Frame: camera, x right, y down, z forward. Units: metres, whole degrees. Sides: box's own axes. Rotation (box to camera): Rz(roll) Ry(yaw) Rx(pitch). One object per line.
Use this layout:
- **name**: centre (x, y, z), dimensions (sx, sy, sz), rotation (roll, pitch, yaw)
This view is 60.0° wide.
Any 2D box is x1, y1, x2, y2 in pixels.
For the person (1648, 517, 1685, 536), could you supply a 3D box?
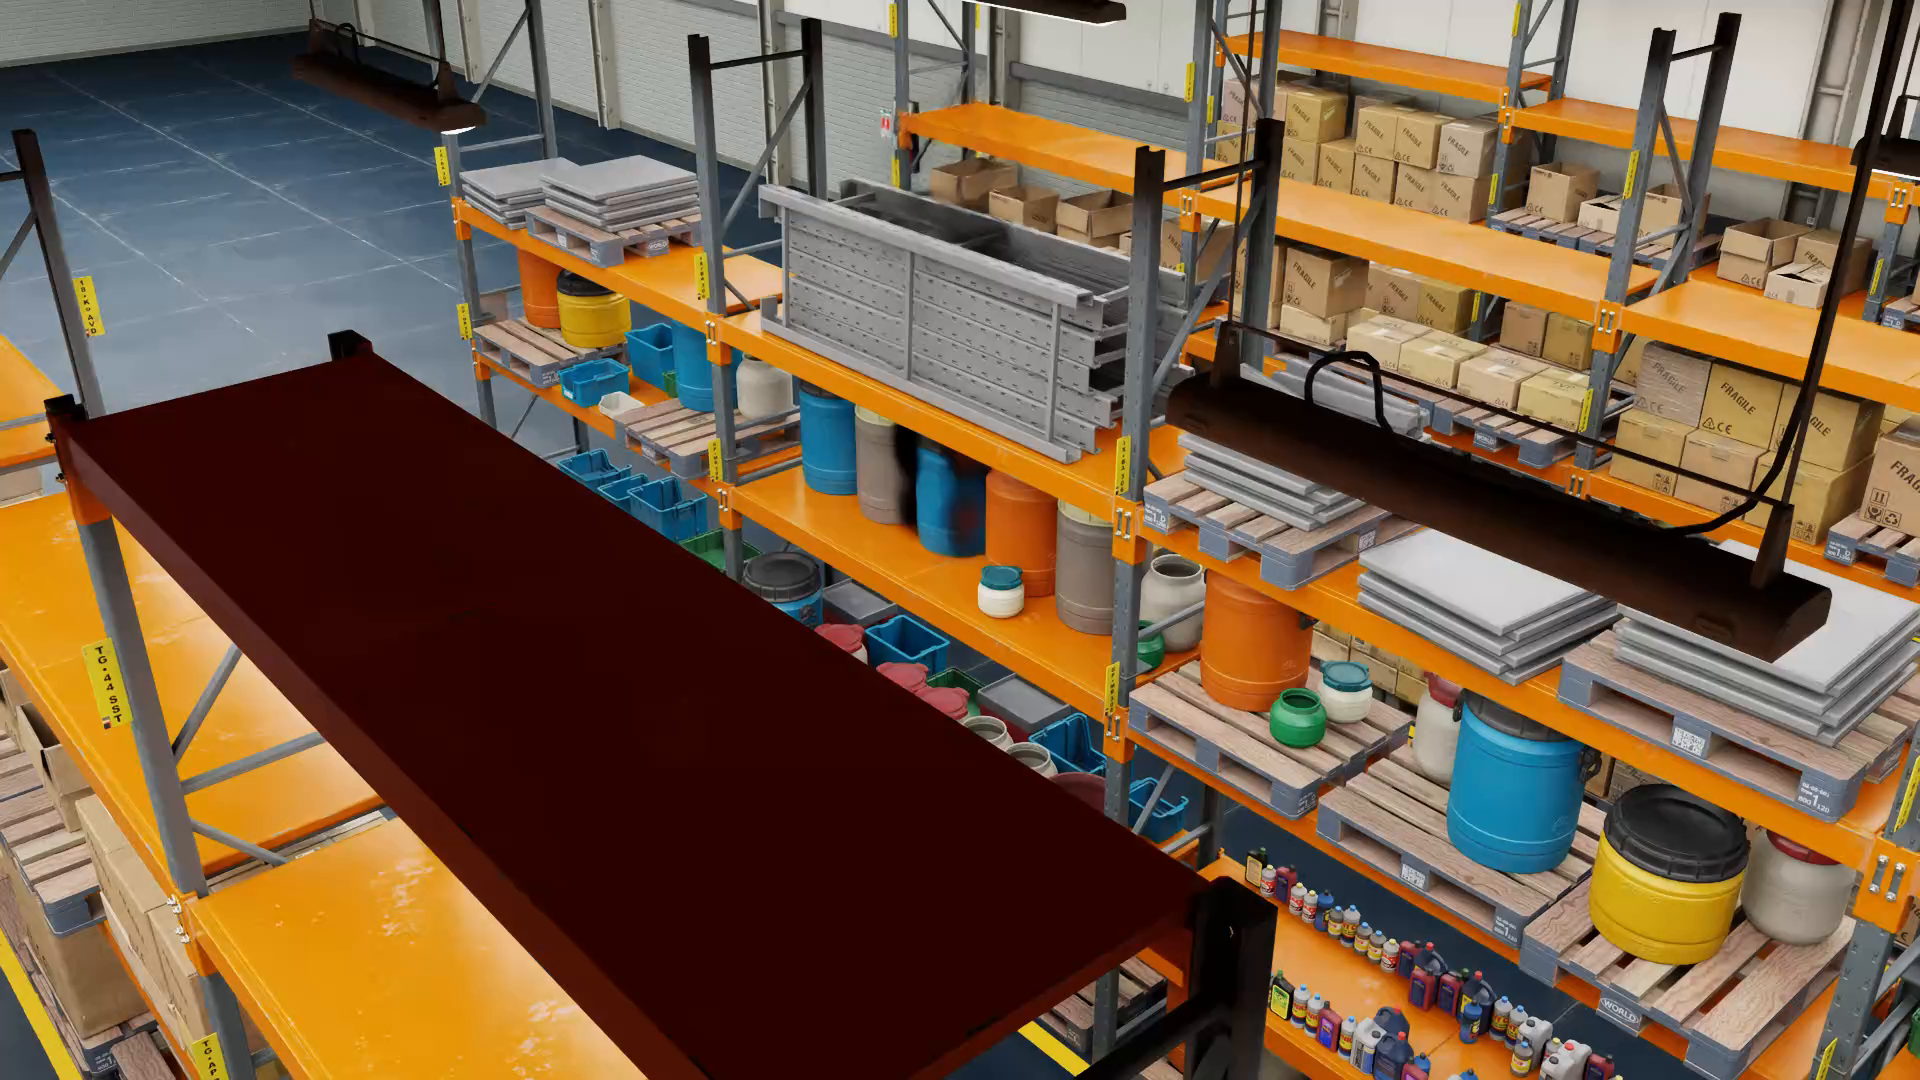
- **person**: centre (6.543, 0.142, 15.365), dimensions (0.666, 1.751, 0.596), rotation (-24, 36, -39)
